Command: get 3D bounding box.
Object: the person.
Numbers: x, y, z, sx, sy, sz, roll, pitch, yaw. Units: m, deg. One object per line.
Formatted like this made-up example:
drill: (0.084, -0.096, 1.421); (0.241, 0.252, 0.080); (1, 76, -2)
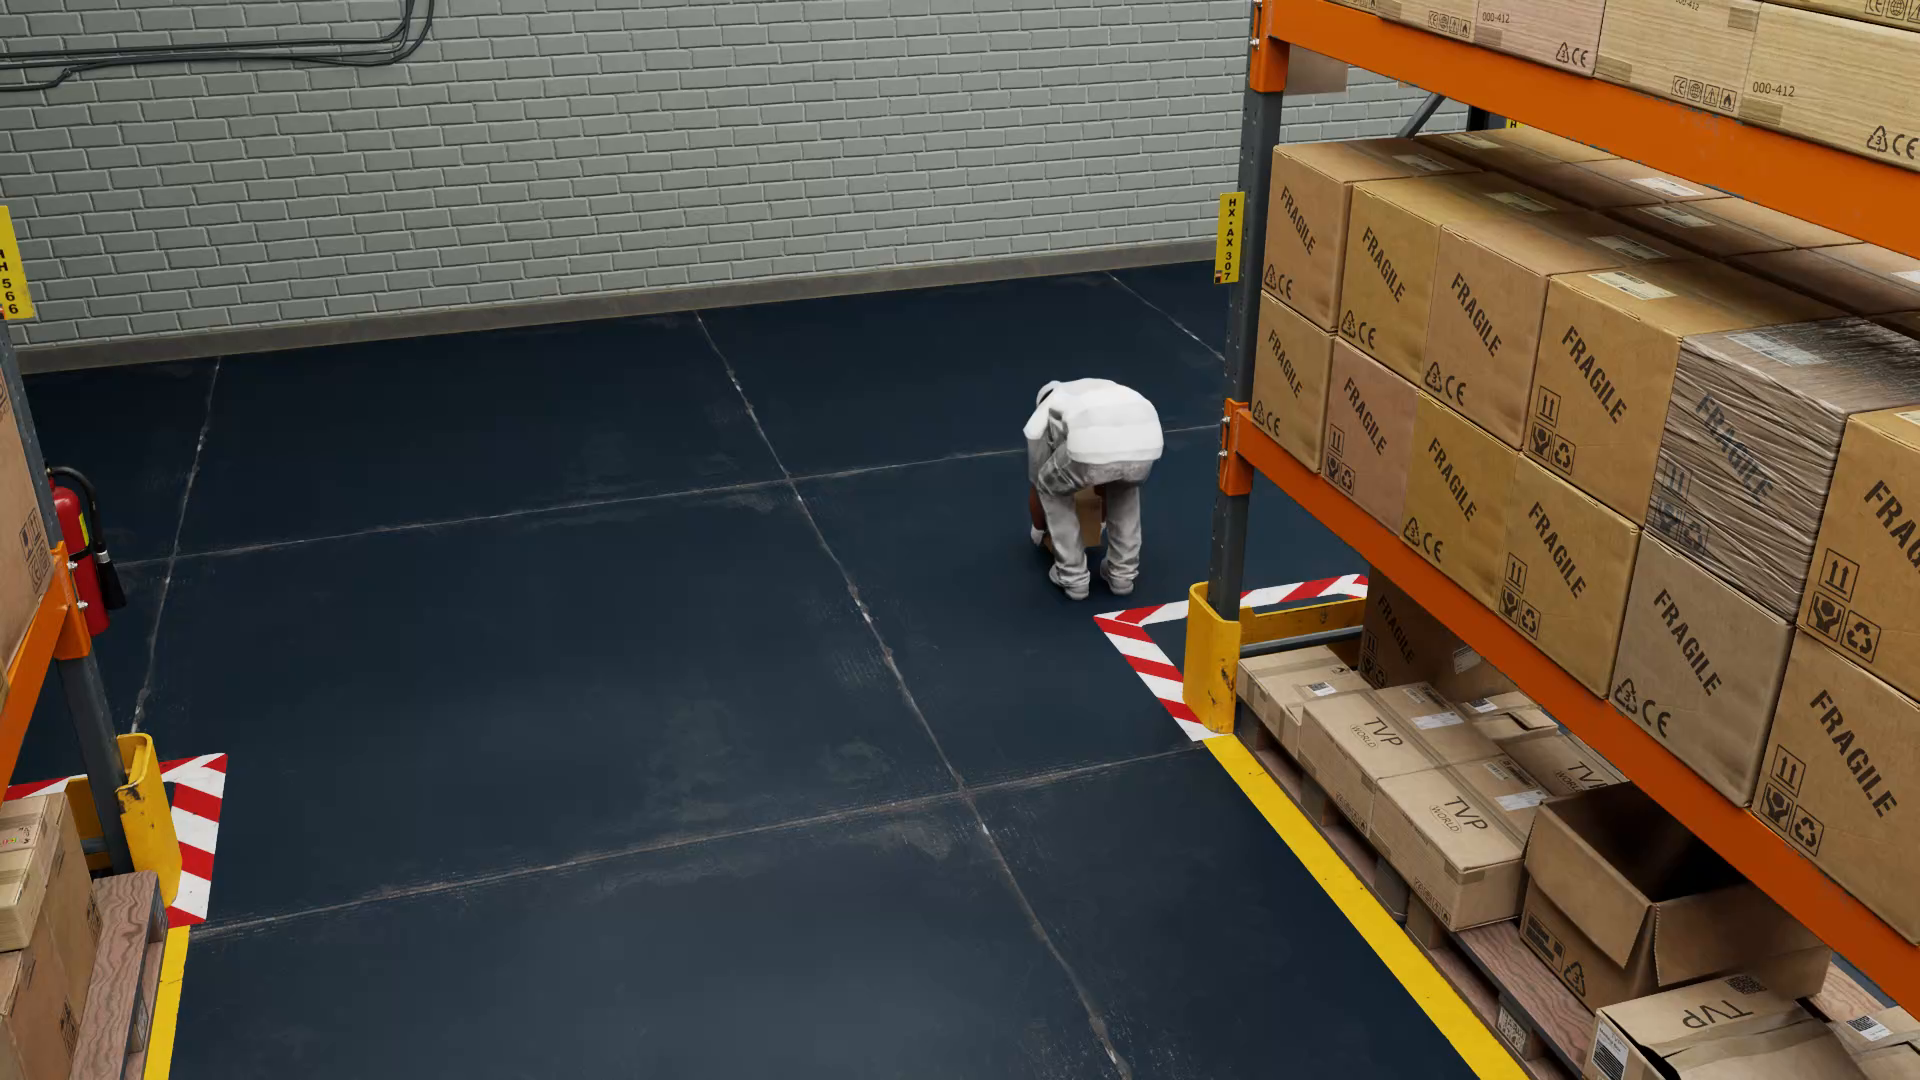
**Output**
person: (0.567, -0.292, 7.584); (0.523, 0.989, 0.980); (-7, 27, -14)
